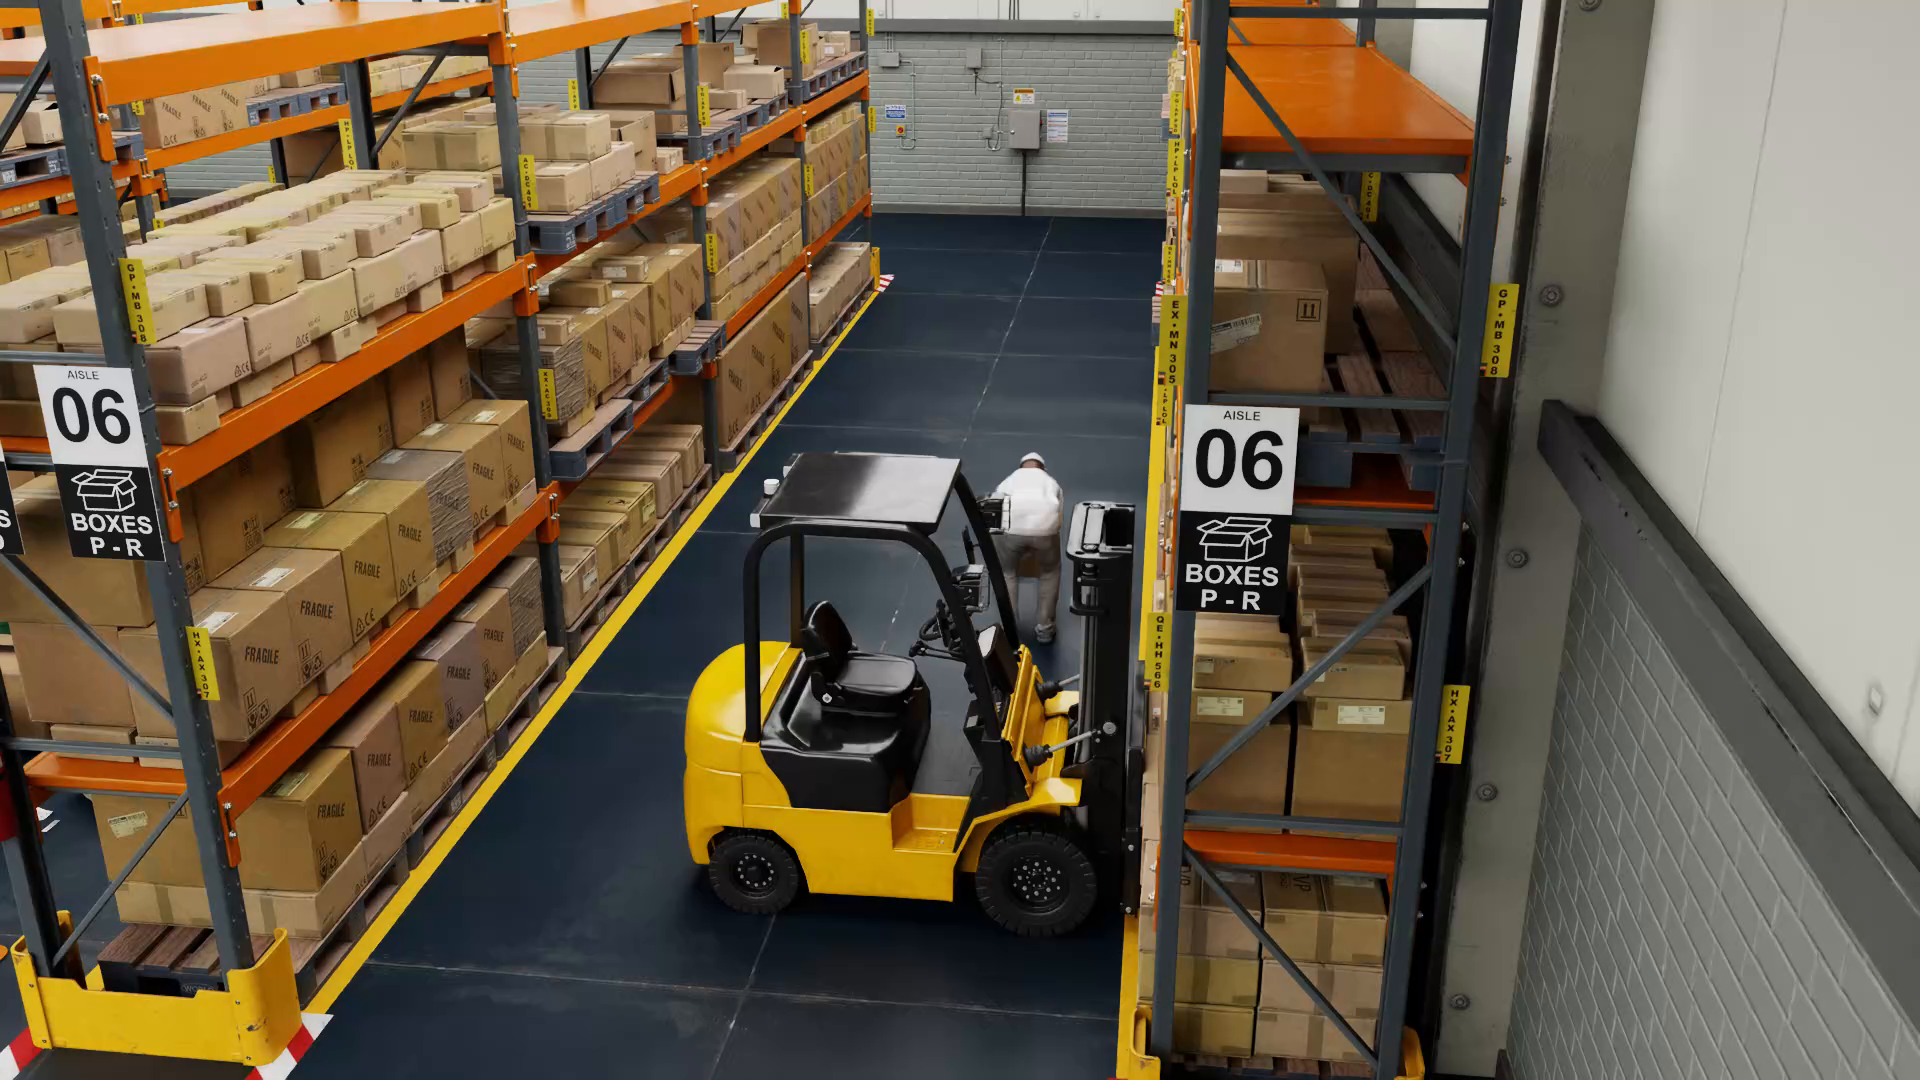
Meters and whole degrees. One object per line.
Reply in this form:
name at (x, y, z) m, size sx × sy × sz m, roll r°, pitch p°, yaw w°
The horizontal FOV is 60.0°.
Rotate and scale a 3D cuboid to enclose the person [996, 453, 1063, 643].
person at (0.486, 0.049, 11.776) m, size 0.478 × 1.148 × 0.967 m, roll 2°, pitch 21°, yaw 5°
